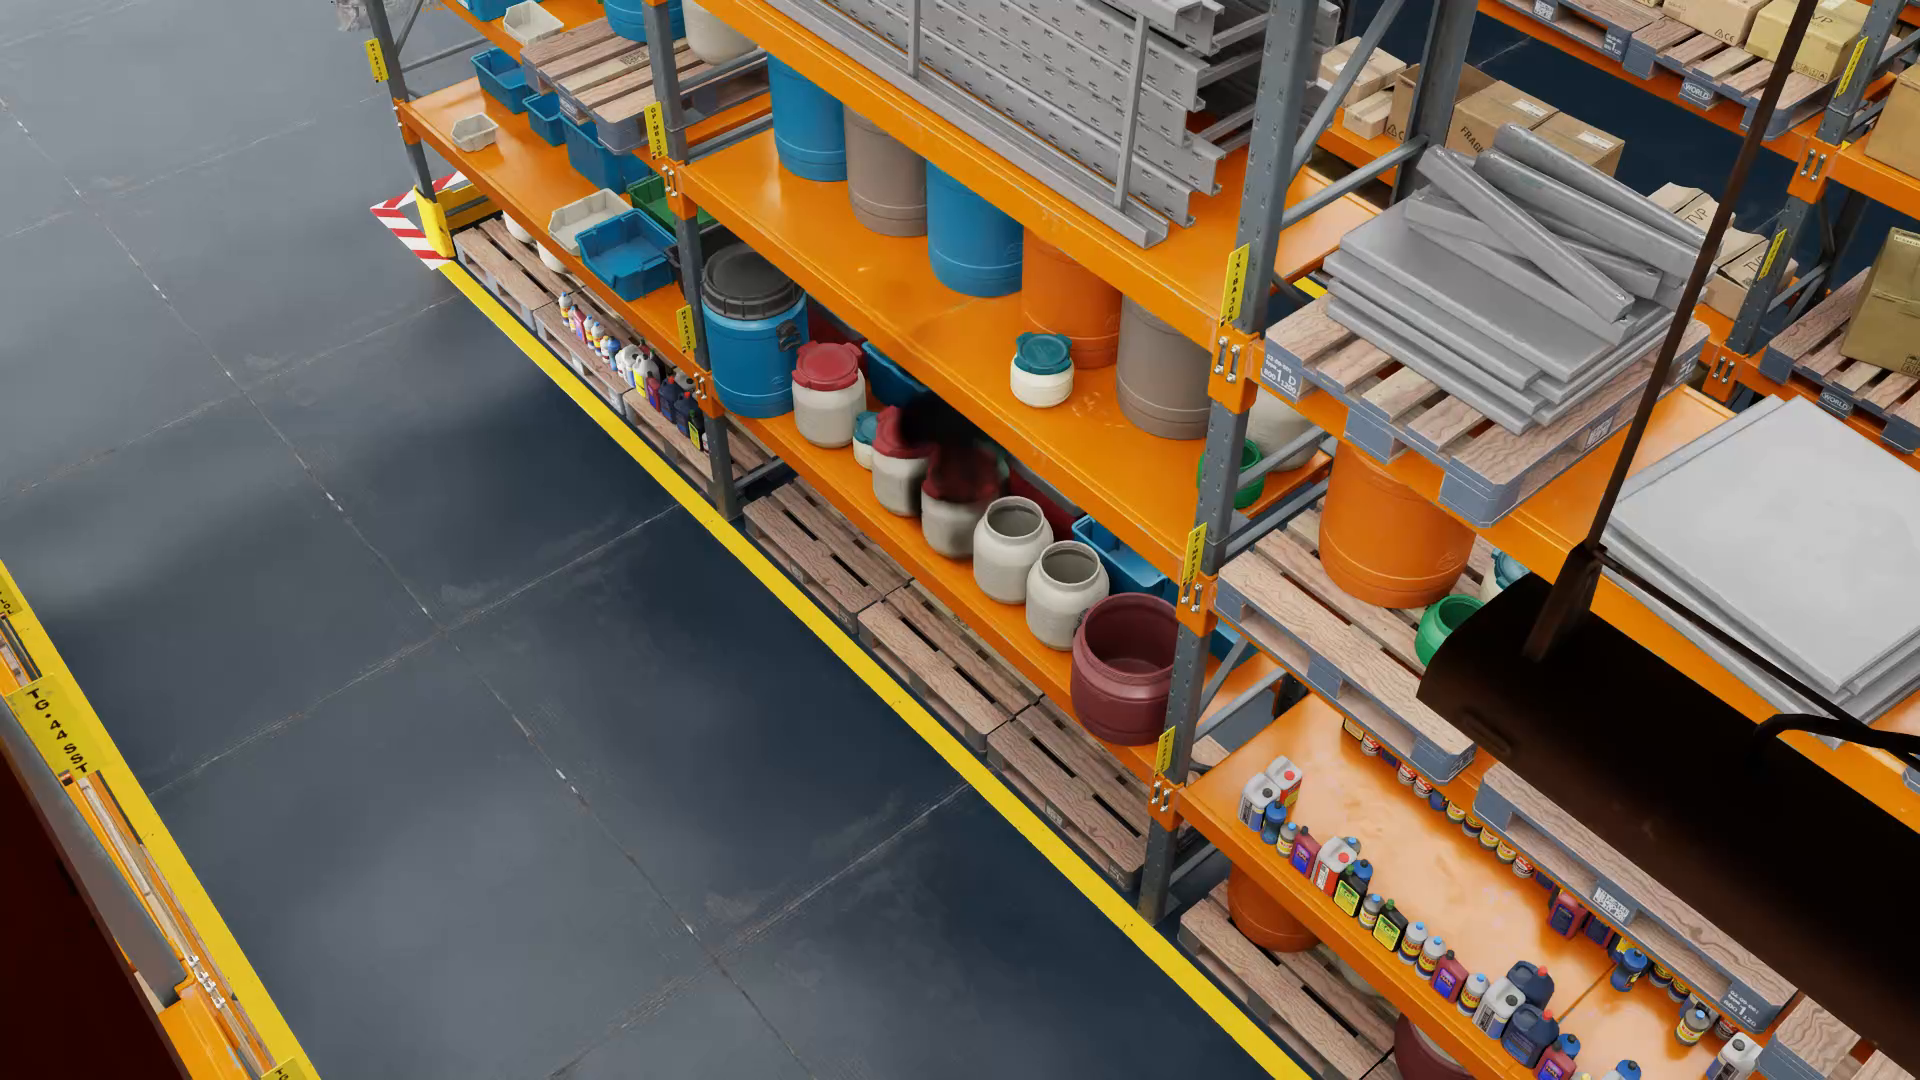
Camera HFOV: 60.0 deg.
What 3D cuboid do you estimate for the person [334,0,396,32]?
[{"bbox_3d":[-5.630,-5.433,15.002,0.722,1.764,0.632,-10,47,-9],"label":"person"}]
